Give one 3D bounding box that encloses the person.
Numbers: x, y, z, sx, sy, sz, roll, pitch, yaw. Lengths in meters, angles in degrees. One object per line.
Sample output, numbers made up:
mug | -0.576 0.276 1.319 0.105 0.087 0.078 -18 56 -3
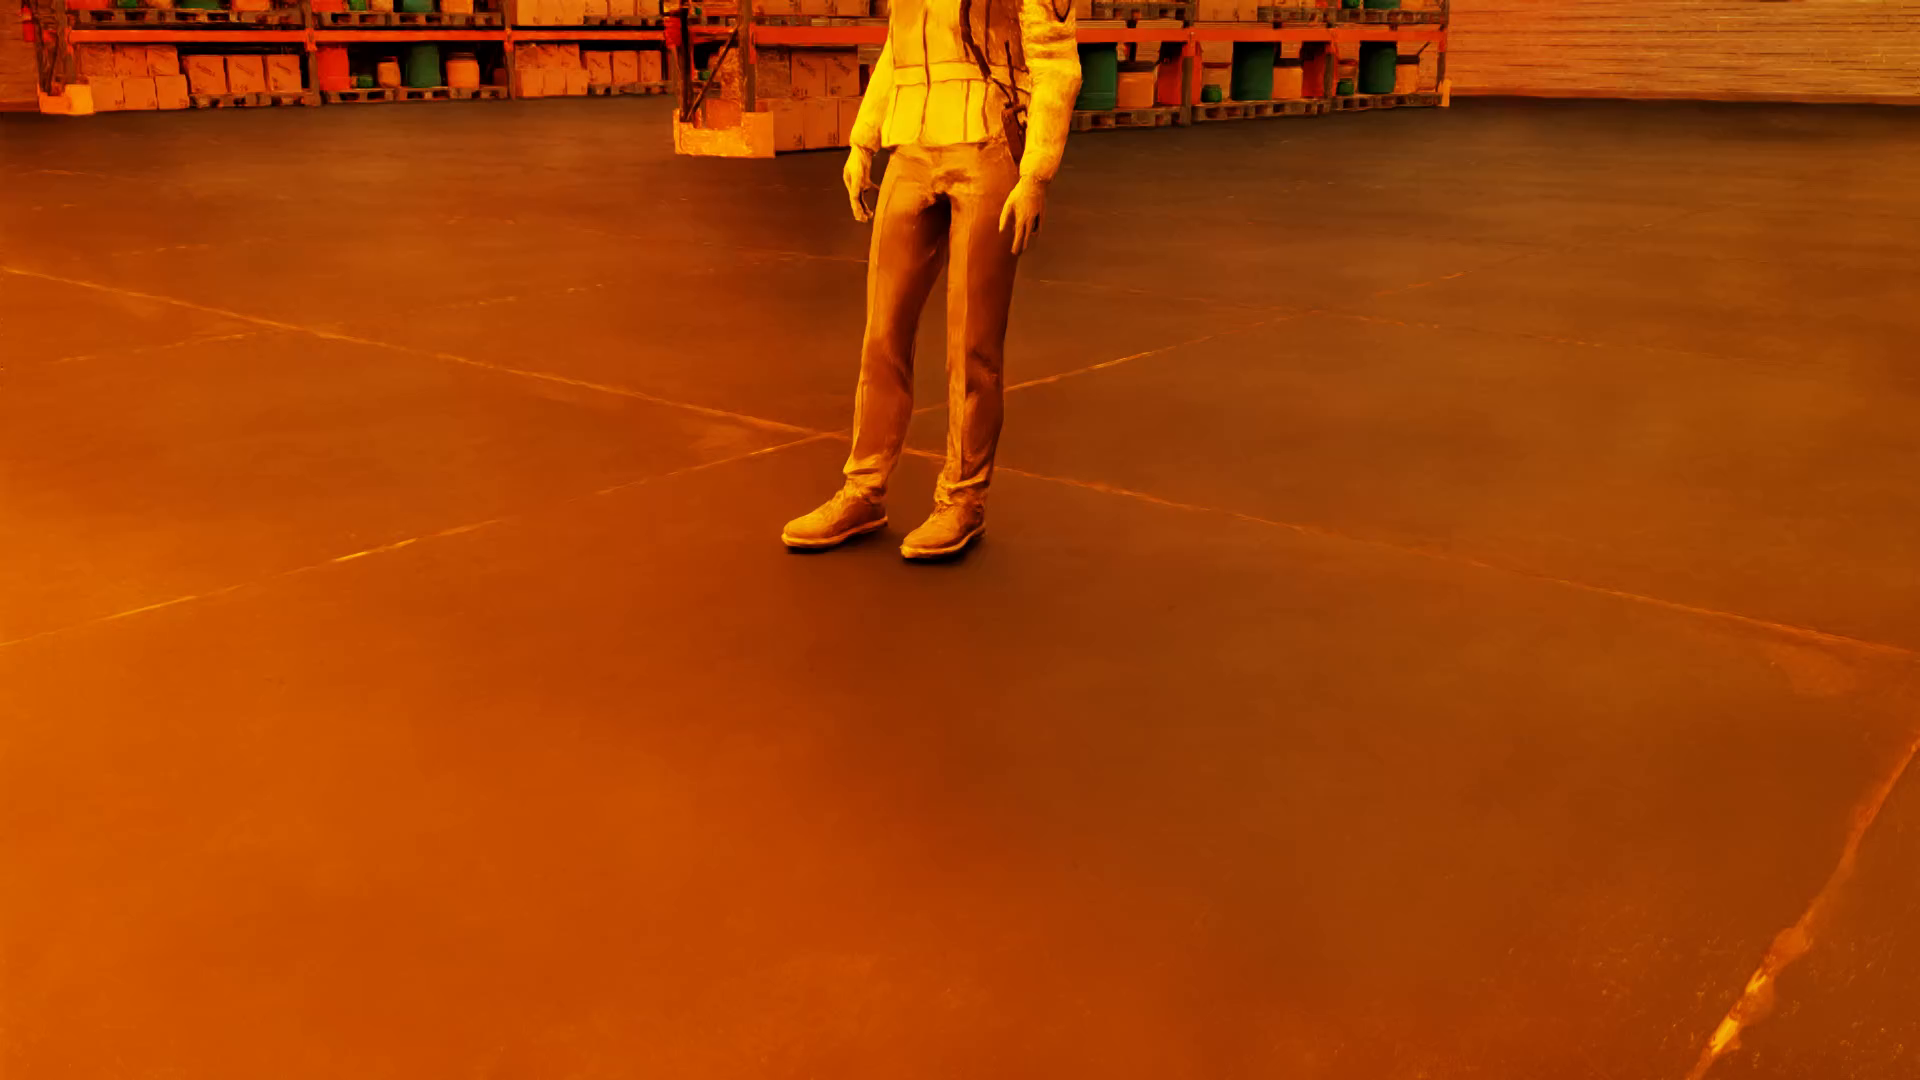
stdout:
person | -0.049 -0.802 3.649 0.586 1.692 0.532 13 21 37
